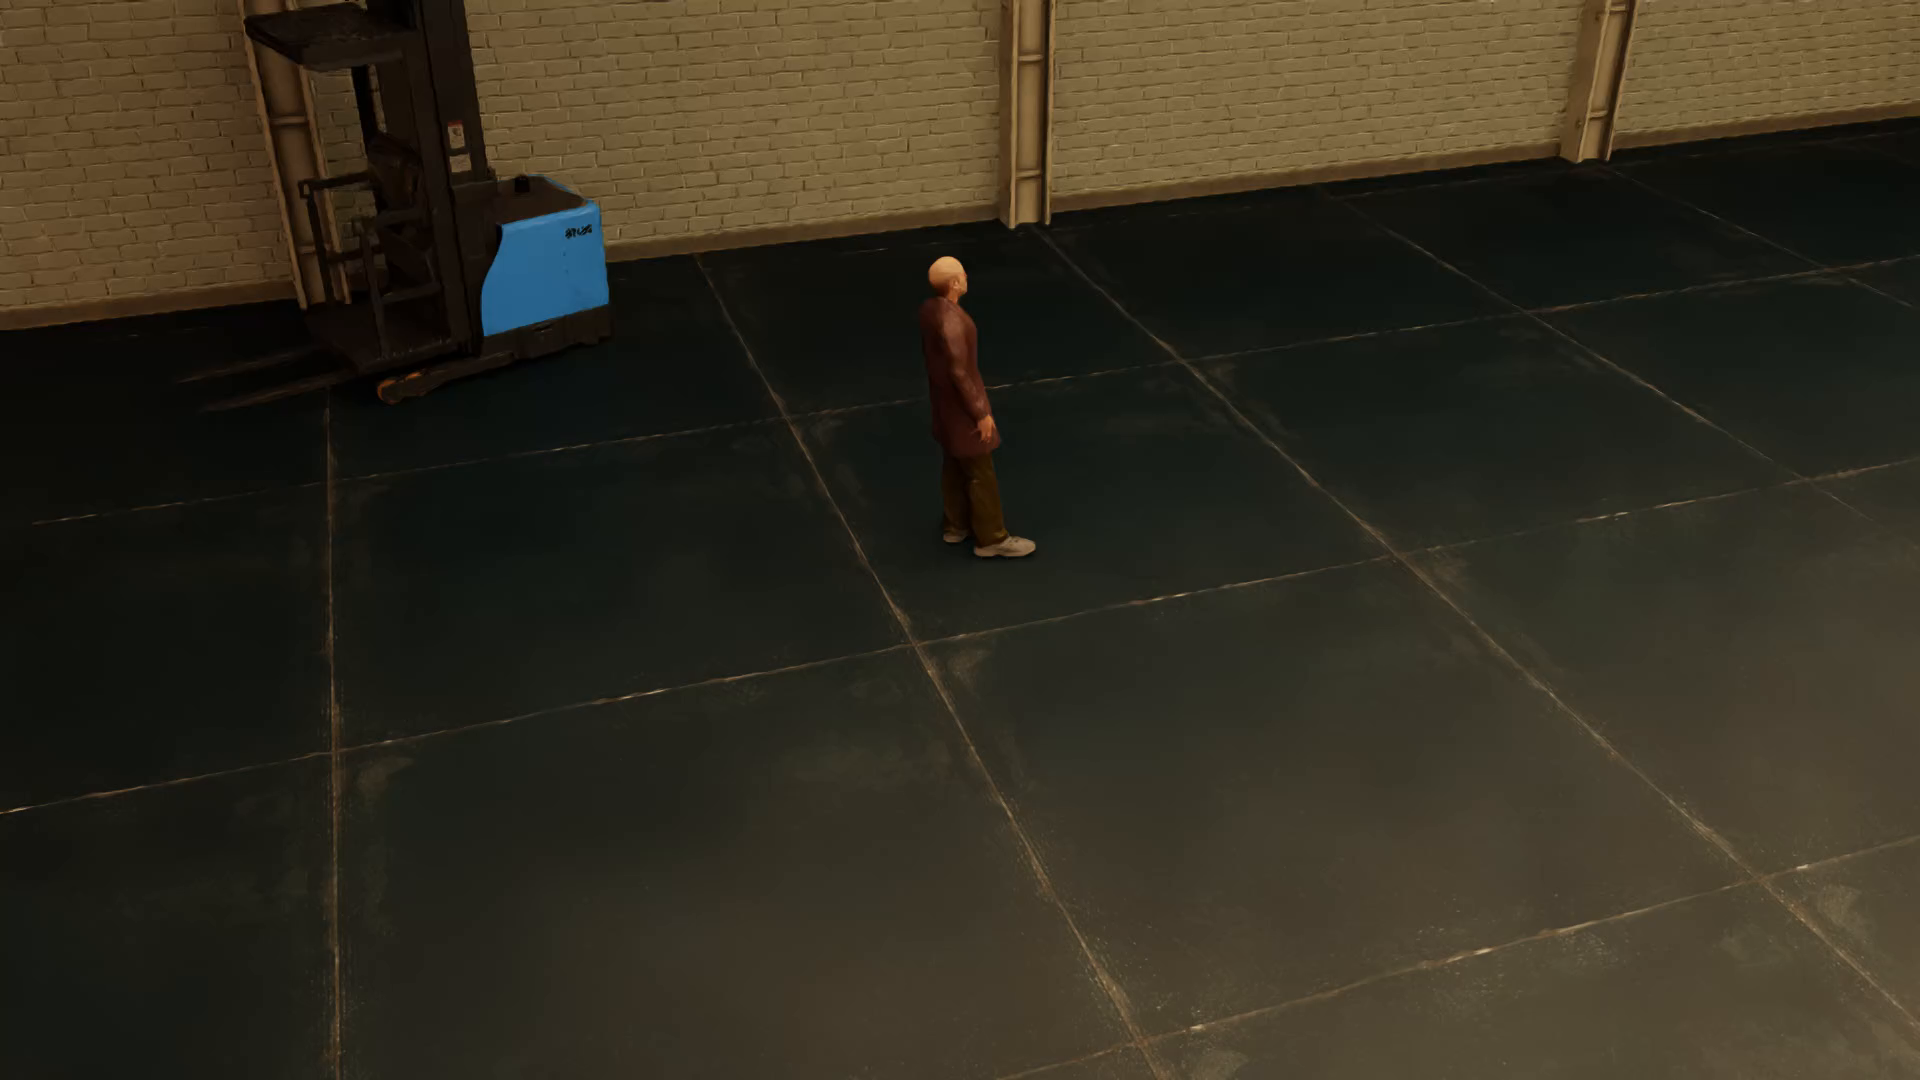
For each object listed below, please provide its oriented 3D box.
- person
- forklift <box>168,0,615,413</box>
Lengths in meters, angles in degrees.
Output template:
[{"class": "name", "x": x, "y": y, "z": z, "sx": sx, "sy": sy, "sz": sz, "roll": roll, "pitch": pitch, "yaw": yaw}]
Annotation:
[{"class": "person", "x": 0.088, "y": -0.789, "z": 9.600, "sx": 0.580, "sy": 1.776, "sz": 0.694, "roll": -10, "pitch": 31, "yaw": -16}, {"class": "forklift", "x": -4.090, "y": -2.523, "z": 11.472, "sx": 3.031, "sy": 2.935, "sz": 1.130, "roll": -22, "pitch": 36, "yaw": -33}]
